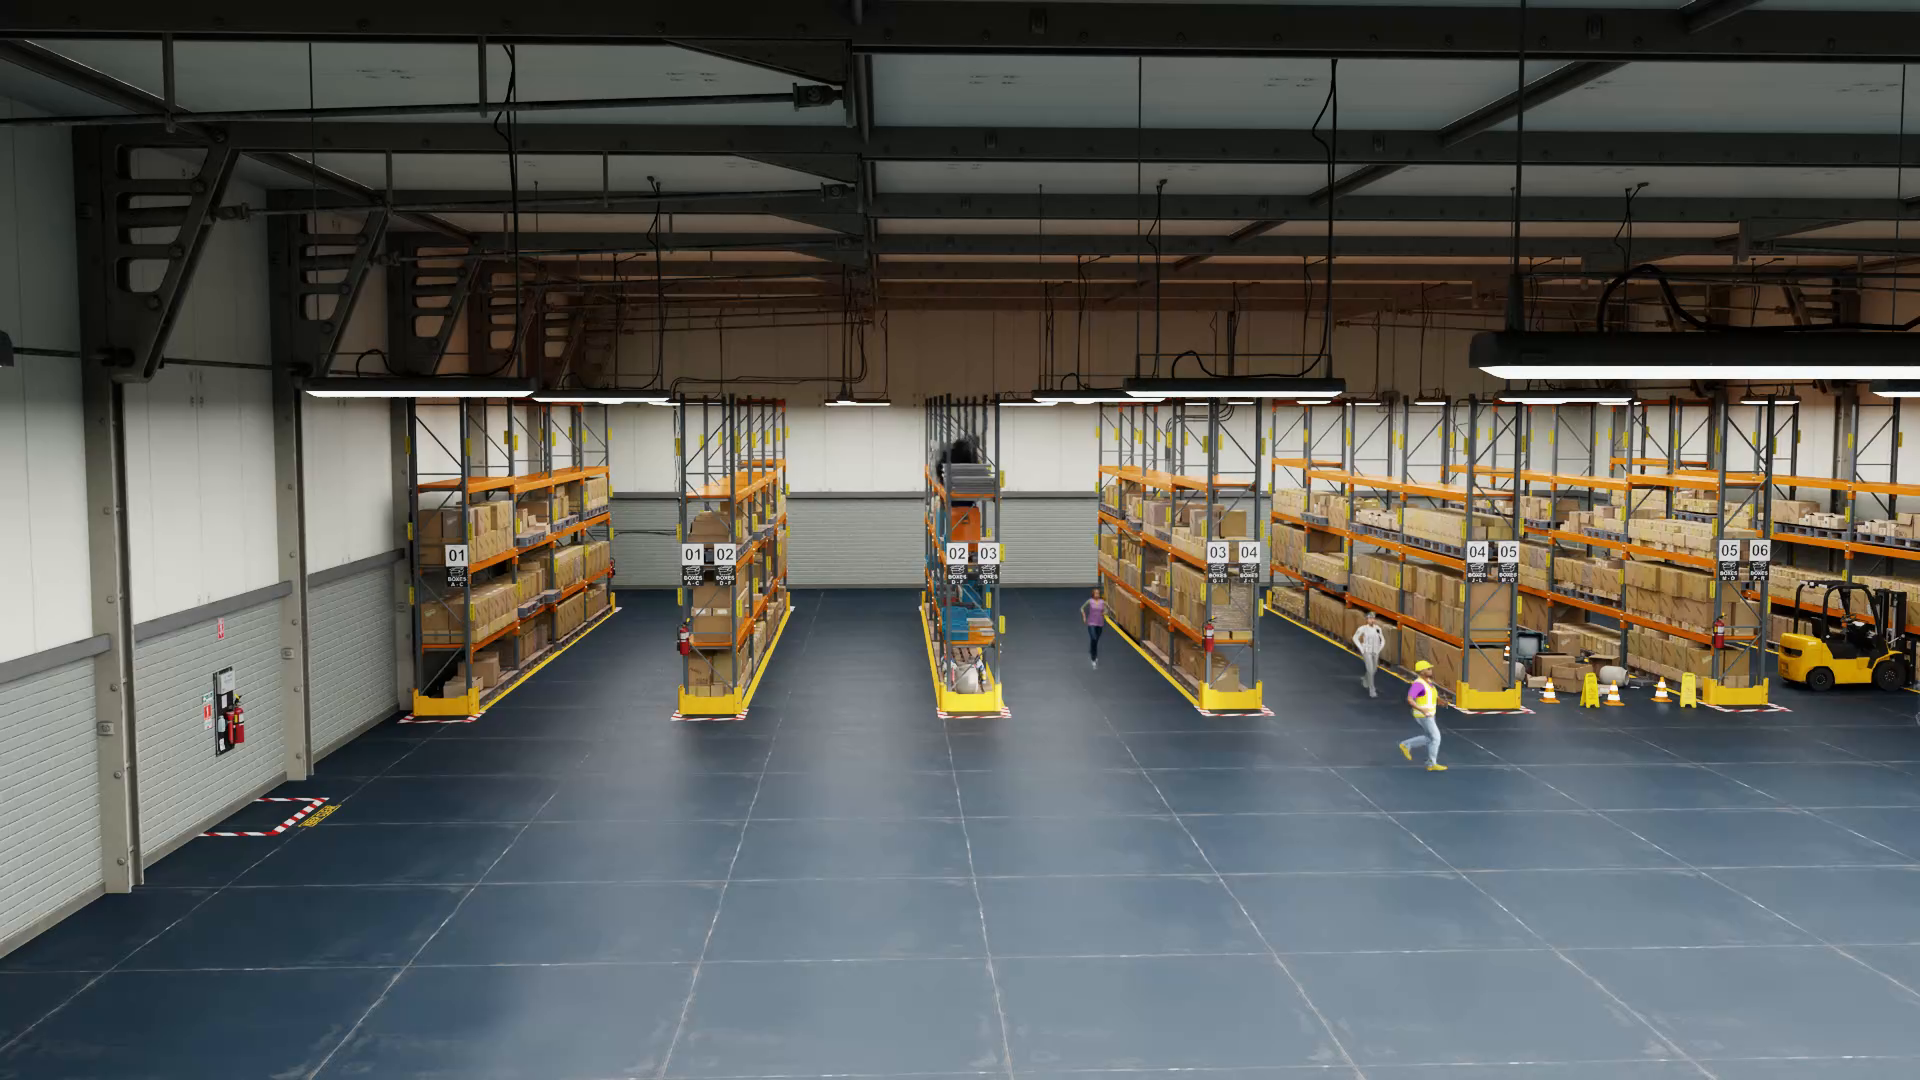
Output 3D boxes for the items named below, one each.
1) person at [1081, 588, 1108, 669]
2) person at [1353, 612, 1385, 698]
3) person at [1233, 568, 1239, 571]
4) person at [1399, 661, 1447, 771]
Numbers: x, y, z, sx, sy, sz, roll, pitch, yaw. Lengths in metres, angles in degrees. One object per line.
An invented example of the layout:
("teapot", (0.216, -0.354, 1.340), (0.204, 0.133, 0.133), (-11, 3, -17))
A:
("person", (2.870, 1.862, 35.234), (0.503, 1.689, 0.684), (-1, 5, -16))
("person", (8.195, 2.261, 33.272), (0.626, 1.693, 0.774), (-1, 5, -10))
("person", (7.666, 1.250, 46.416), (0.614, 1.659, 0.912), (0, 5, -1))
("person", (7.345, 2.776, 26.388), (0.795, 1.733, 0.712), (3, 5, 30))
